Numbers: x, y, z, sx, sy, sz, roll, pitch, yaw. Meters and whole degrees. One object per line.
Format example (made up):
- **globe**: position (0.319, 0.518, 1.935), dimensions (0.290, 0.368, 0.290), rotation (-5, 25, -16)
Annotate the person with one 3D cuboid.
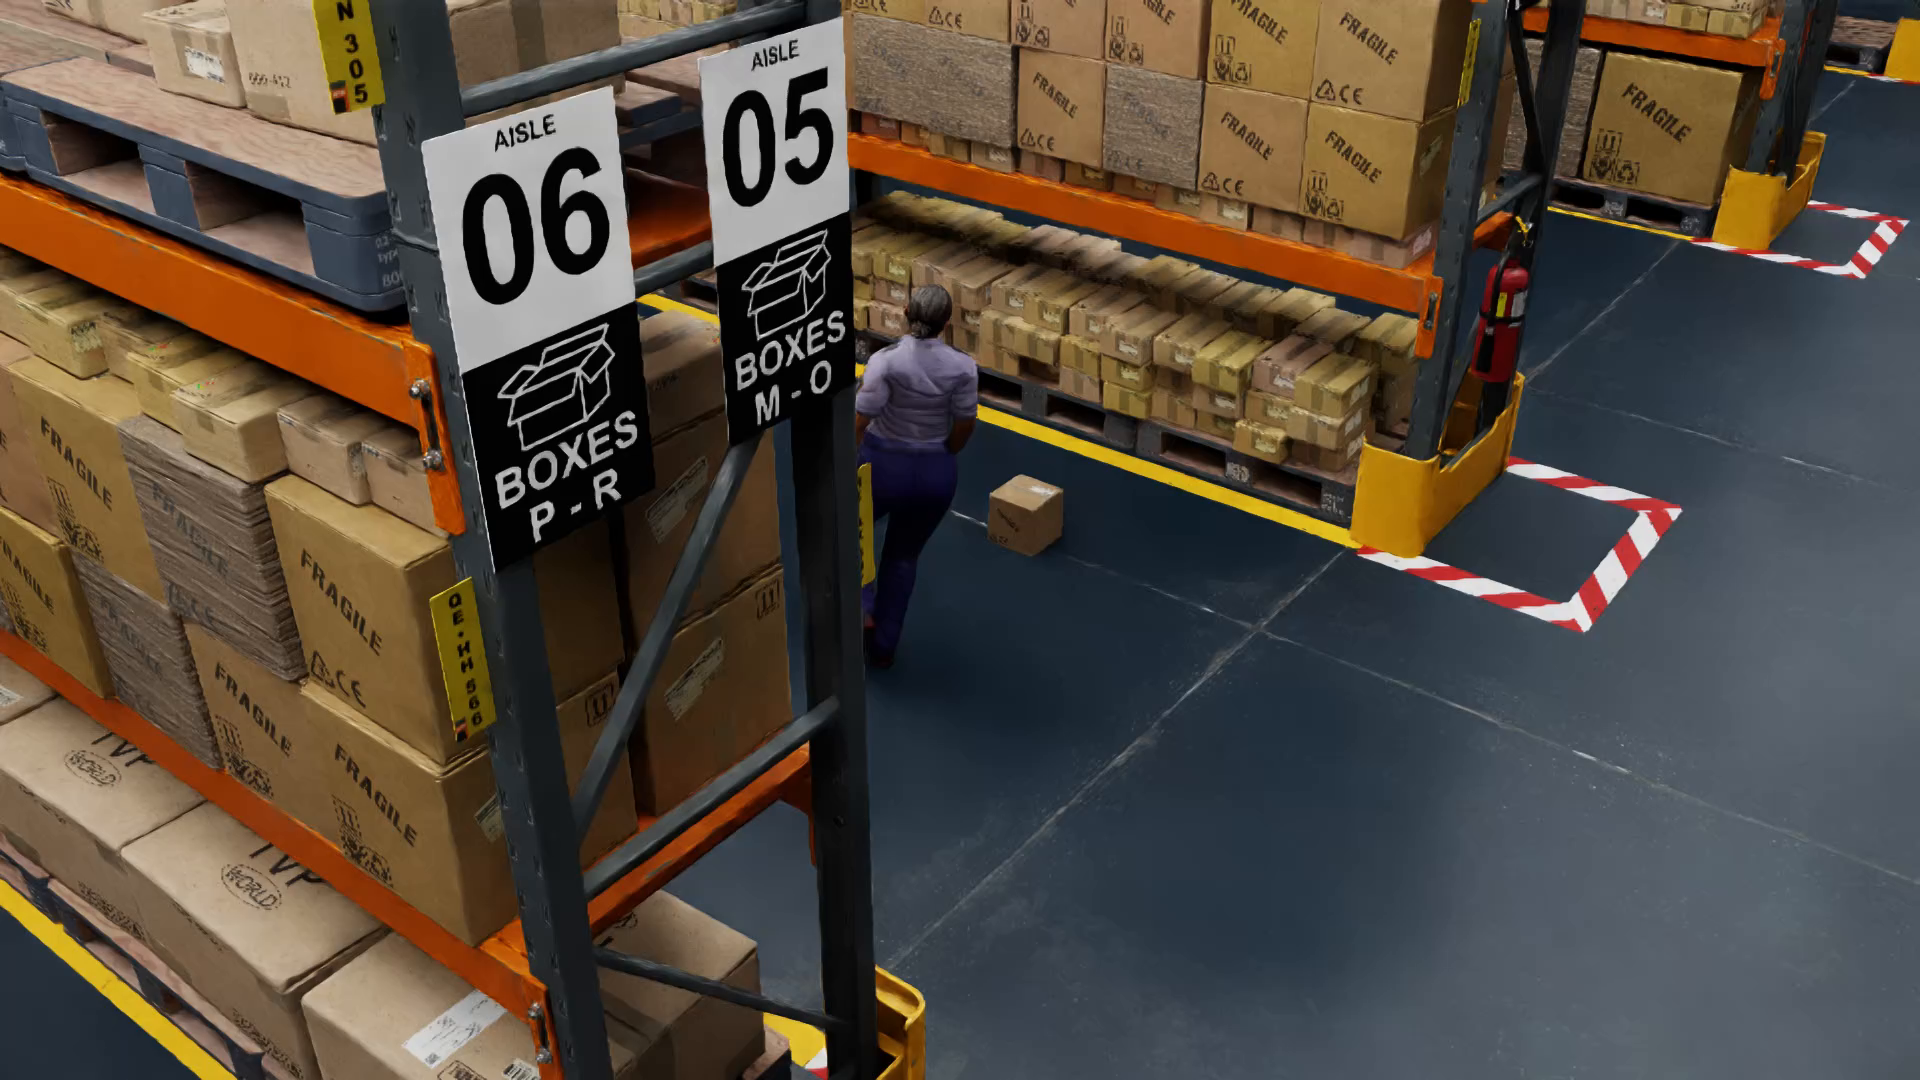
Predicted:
- **person**: position (-0.255, -0.266, 6.623), dimensions (0.647, 1.598, 0.472), rotation (-8, 32, -12)
